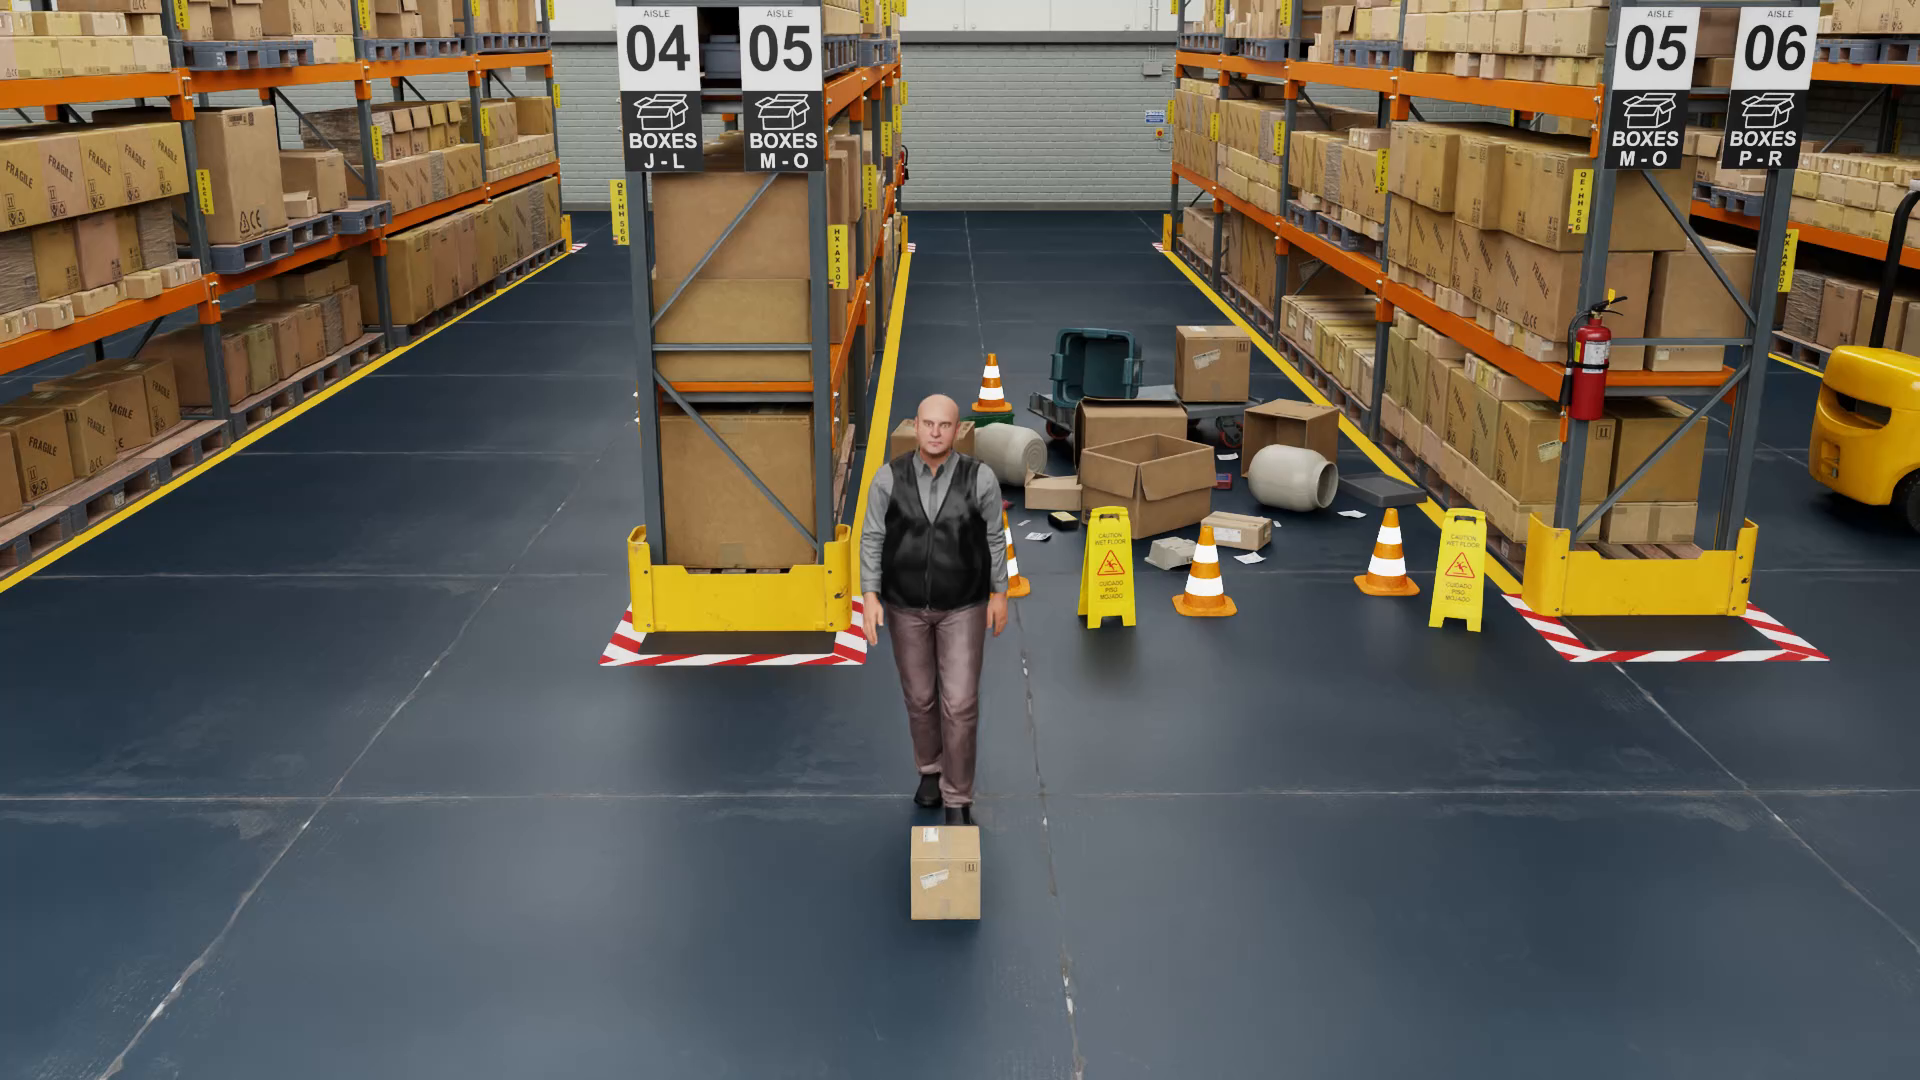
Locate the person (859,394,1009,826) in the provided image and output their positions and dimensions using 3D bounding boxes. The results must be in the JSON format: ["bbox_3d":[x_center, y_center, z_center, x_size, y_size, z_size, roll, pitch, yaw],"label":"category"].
[{"bbox_3d":[-0.123,0.315,6.589,0.584,1.752,0.620,3,17,8],"label":"person"}]
